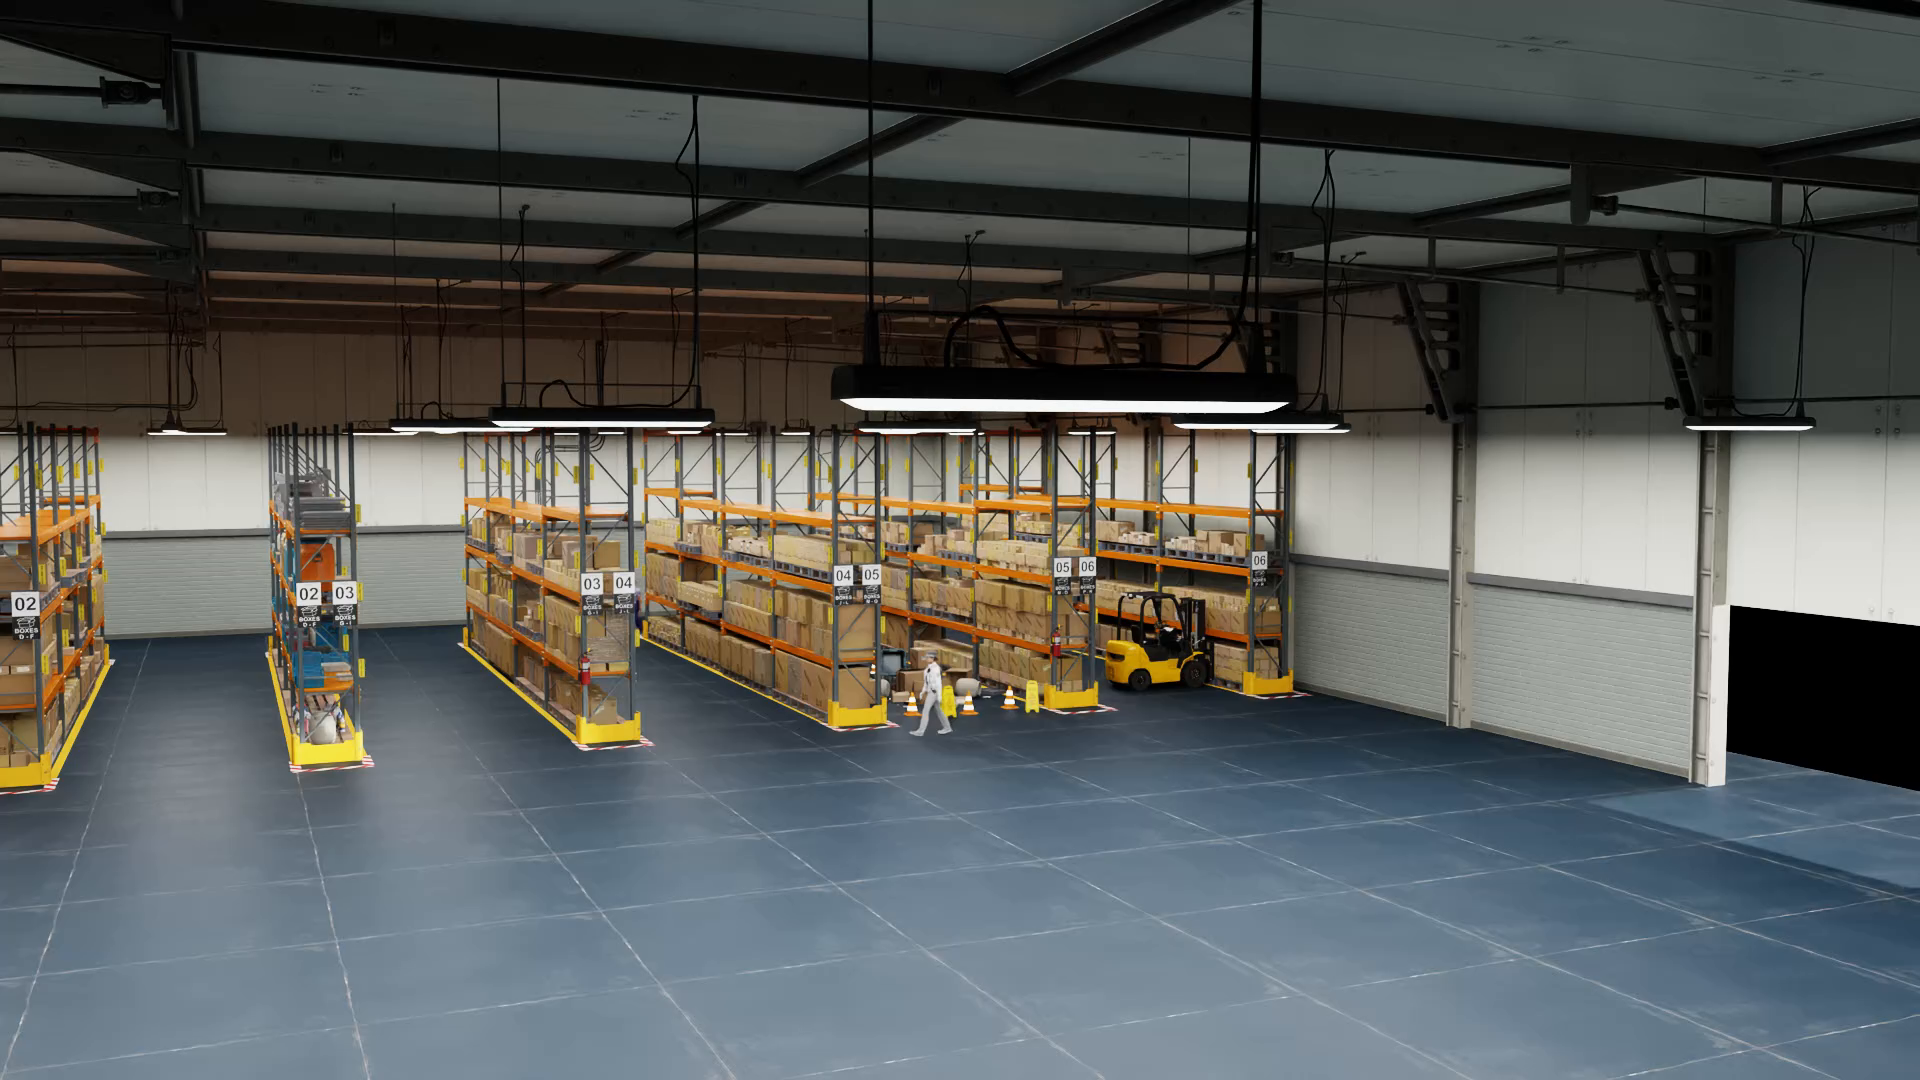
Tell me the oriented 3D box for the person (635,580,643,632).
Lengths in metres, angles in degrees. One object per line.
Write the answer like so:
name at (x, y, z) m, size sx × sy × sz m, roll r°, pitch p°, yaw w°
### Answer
person at (-9.580, 1.939, 48.665) m, size 0.487 × 1.632 × 0.828 m, roll 3°, pitch 5°, yaw 42°

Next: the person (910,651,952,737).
person at (-0.573, 2.943, 32.004) m, size 0.865 × 1.632 × 0.492 m, roll -1°, pitch 4°, yaw -11°

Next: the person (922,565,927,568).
person at (-1.089, 1.685, 52.556) m, size 1.083 × 1.644 × 0.548 m, roll -2°, pitch 4°, yaw -30°
